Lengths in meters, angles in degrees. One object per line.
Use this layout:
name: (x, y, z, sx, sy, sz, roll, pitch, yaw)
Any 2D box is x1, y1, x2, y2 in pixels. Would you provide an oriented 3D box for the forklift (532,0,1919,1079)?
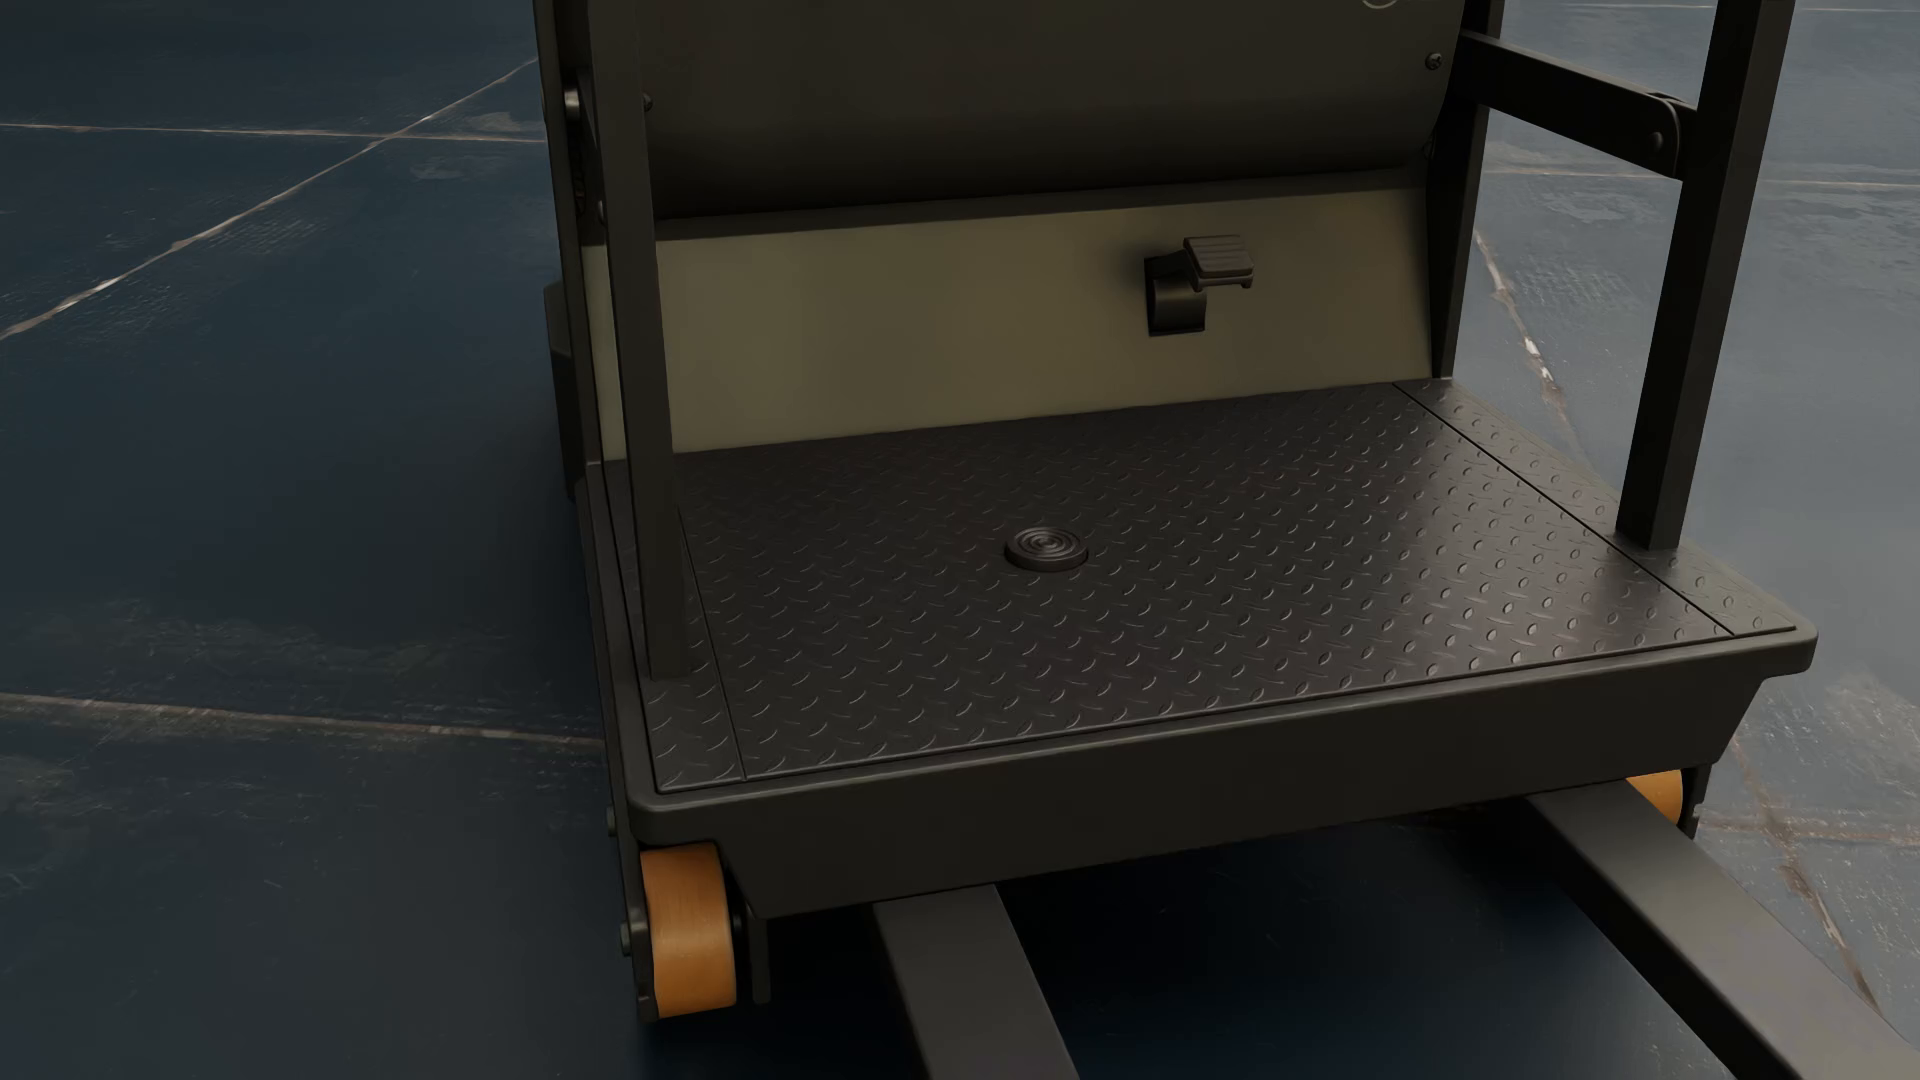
forklift: (0.153, -1.049, 1.319, 1.130, 2.935, 3.031, -7, 27, -13)
